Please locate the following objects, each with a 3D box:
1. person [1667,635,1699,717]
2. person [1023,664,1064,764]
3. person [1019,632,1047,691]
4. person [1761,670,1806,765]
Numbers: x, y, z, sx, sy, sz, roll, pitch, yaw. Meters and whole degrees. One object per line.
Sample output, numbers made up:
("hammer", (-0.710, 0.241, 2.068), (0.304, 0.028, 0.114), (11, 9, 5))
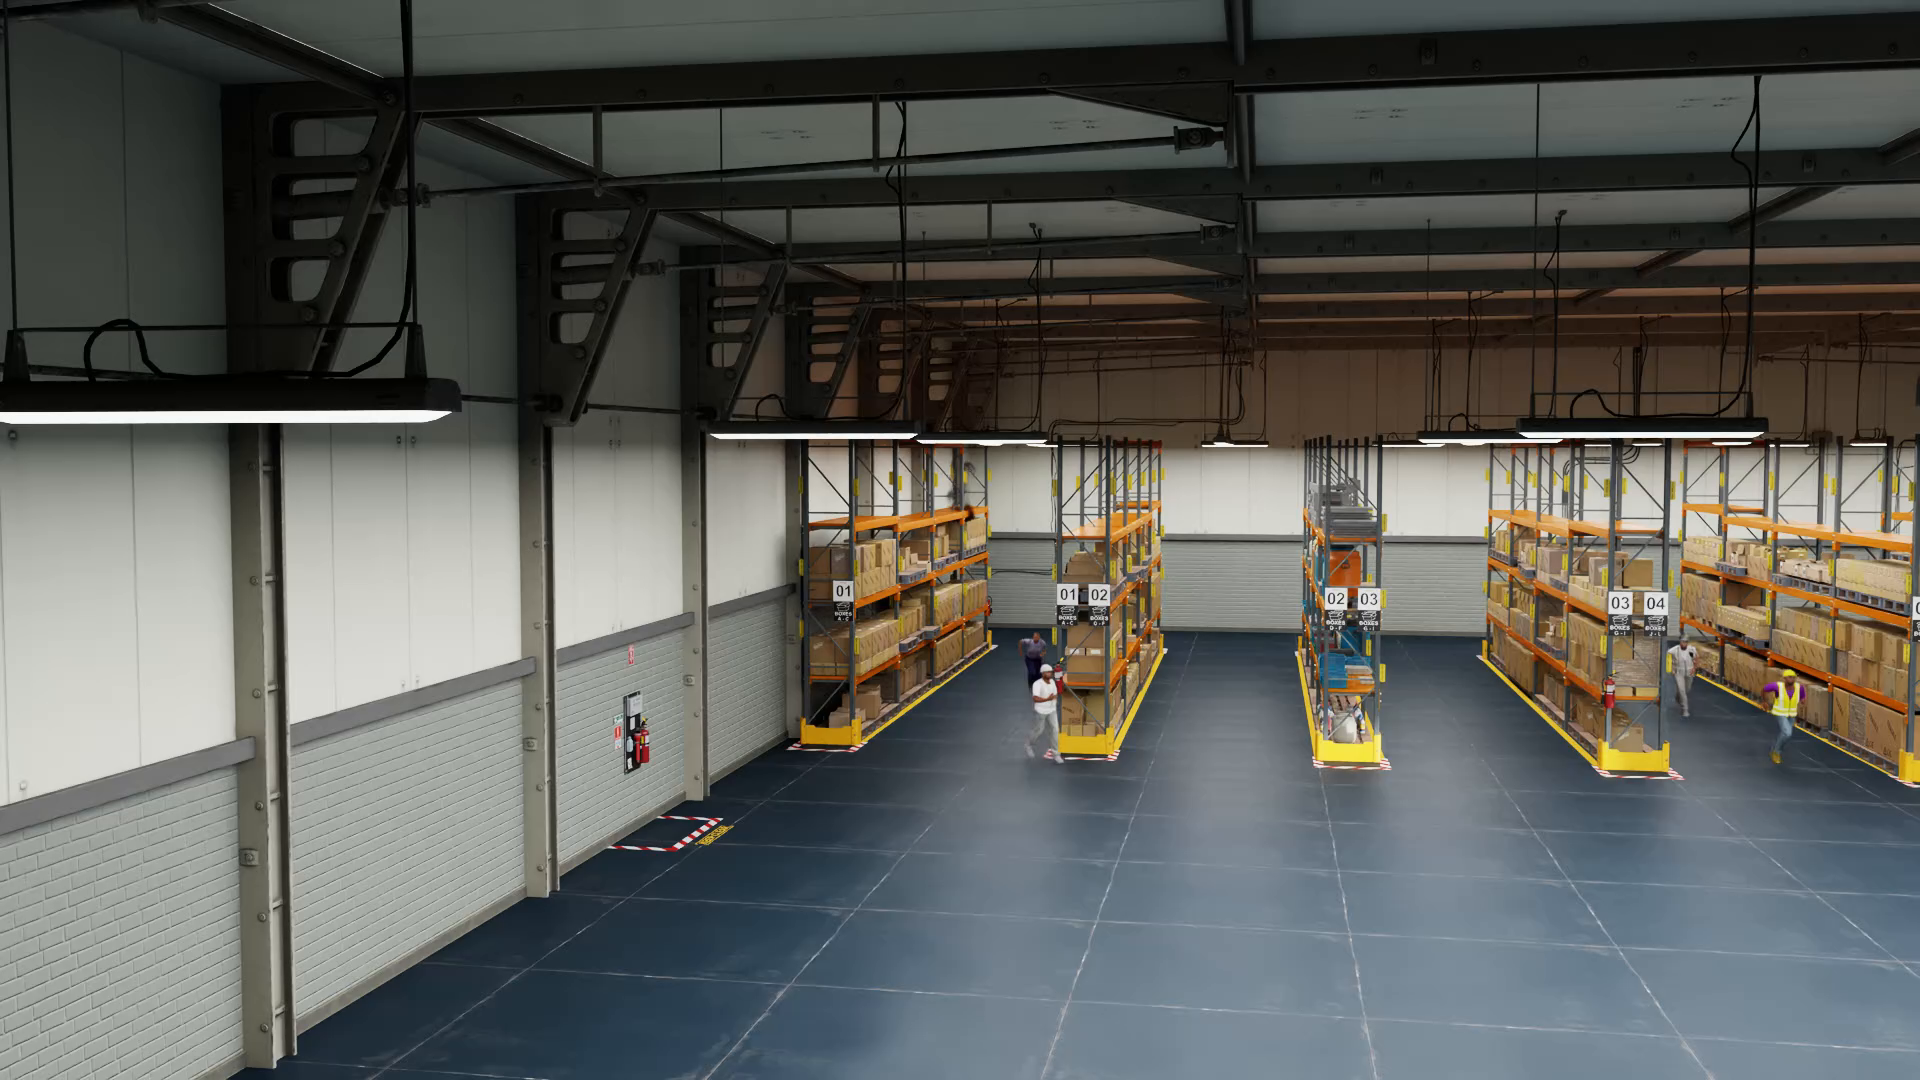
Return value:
("person", (15.691, 2.923, 36.143), (0.662, 1.774, 1.020), (0, 3, 7))
("person", (1.545, 3.159, 30.502), (0.688, 1.781, 0.950), (-3, 4, -40))
("person", (1.702, 2.870, 39.068), (0.637, 1.481, 0.858), (0, 3, -8))
("person", (15.007, 3.216, 30.238), (0.662, 1.762, 0.839), (0, 3, -5))
